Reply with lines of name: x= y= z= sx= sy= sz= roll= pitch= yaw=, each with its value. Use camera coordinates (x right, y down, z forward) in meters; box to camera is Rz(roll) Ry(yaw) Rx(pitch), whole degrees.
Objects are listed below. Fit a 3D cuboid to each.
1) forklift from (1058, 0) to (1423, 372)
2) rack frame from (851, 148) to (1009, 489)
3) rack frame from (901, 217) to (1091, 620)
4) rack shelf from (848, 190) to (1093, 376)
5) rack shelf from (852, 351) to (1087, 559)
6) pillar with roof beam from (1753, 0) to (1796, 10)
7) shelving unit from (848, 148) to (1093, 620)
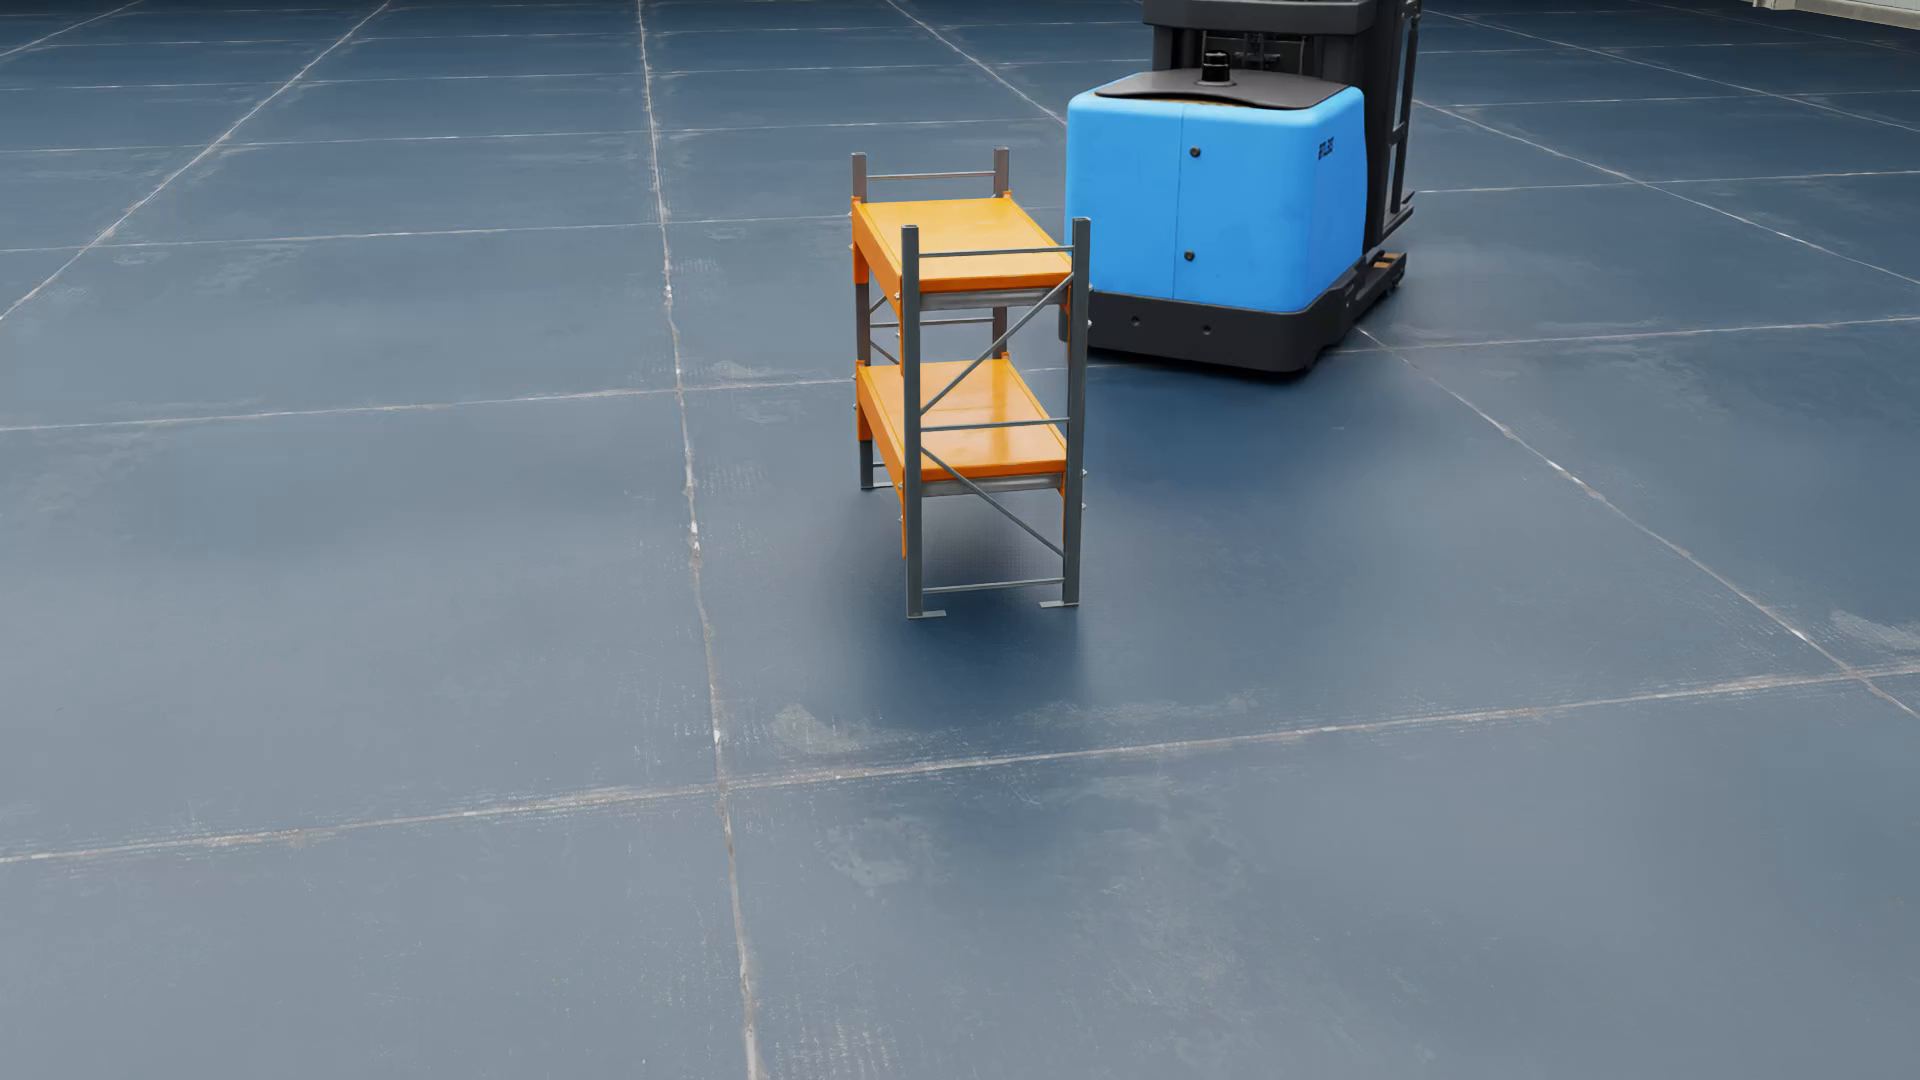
forklift: x=1.512 y=-2.564 z=7.460 sx=1.130 sy=2.935 sz=3.031 roll=11 pitch=26 yaw=24
rack frame: x=-0.093 y=-0.713 z=5.477 sx=0.500 sy=1.125 sz=0.032 roll=-4 pitch=24 yaw=-10
rack frame: x=0.095 y=-0.313 z=4.561 sx=0.500 sy=1.125 sz=0.032 roll=-4 pitch=24 yaw=-10
rack shelf: x=0.001 y=-0.781 z=4.902 sx=0.538 sy=0.278 sz=1.000 roll=-4 pitch=24 yaw=-10
rack shelf: x=0.001 y=-0.289 z=5.117 sx=0.538 sy=0.278 sz=1.000 roll=-4 pitch=24 yaw=-10
pillar with roof beam: x=5.395 y=-10.096 z=17.123 sx=9.100 sy=9.000 sz=0.400 roll=-4 pitch=24 yaw=-10
shelving unit: x=0.001 y=-0.513 z=5.019 sx=0.538 sy=1.125 sz=1.048 roll=-4 pitch=24 yaw=-10
